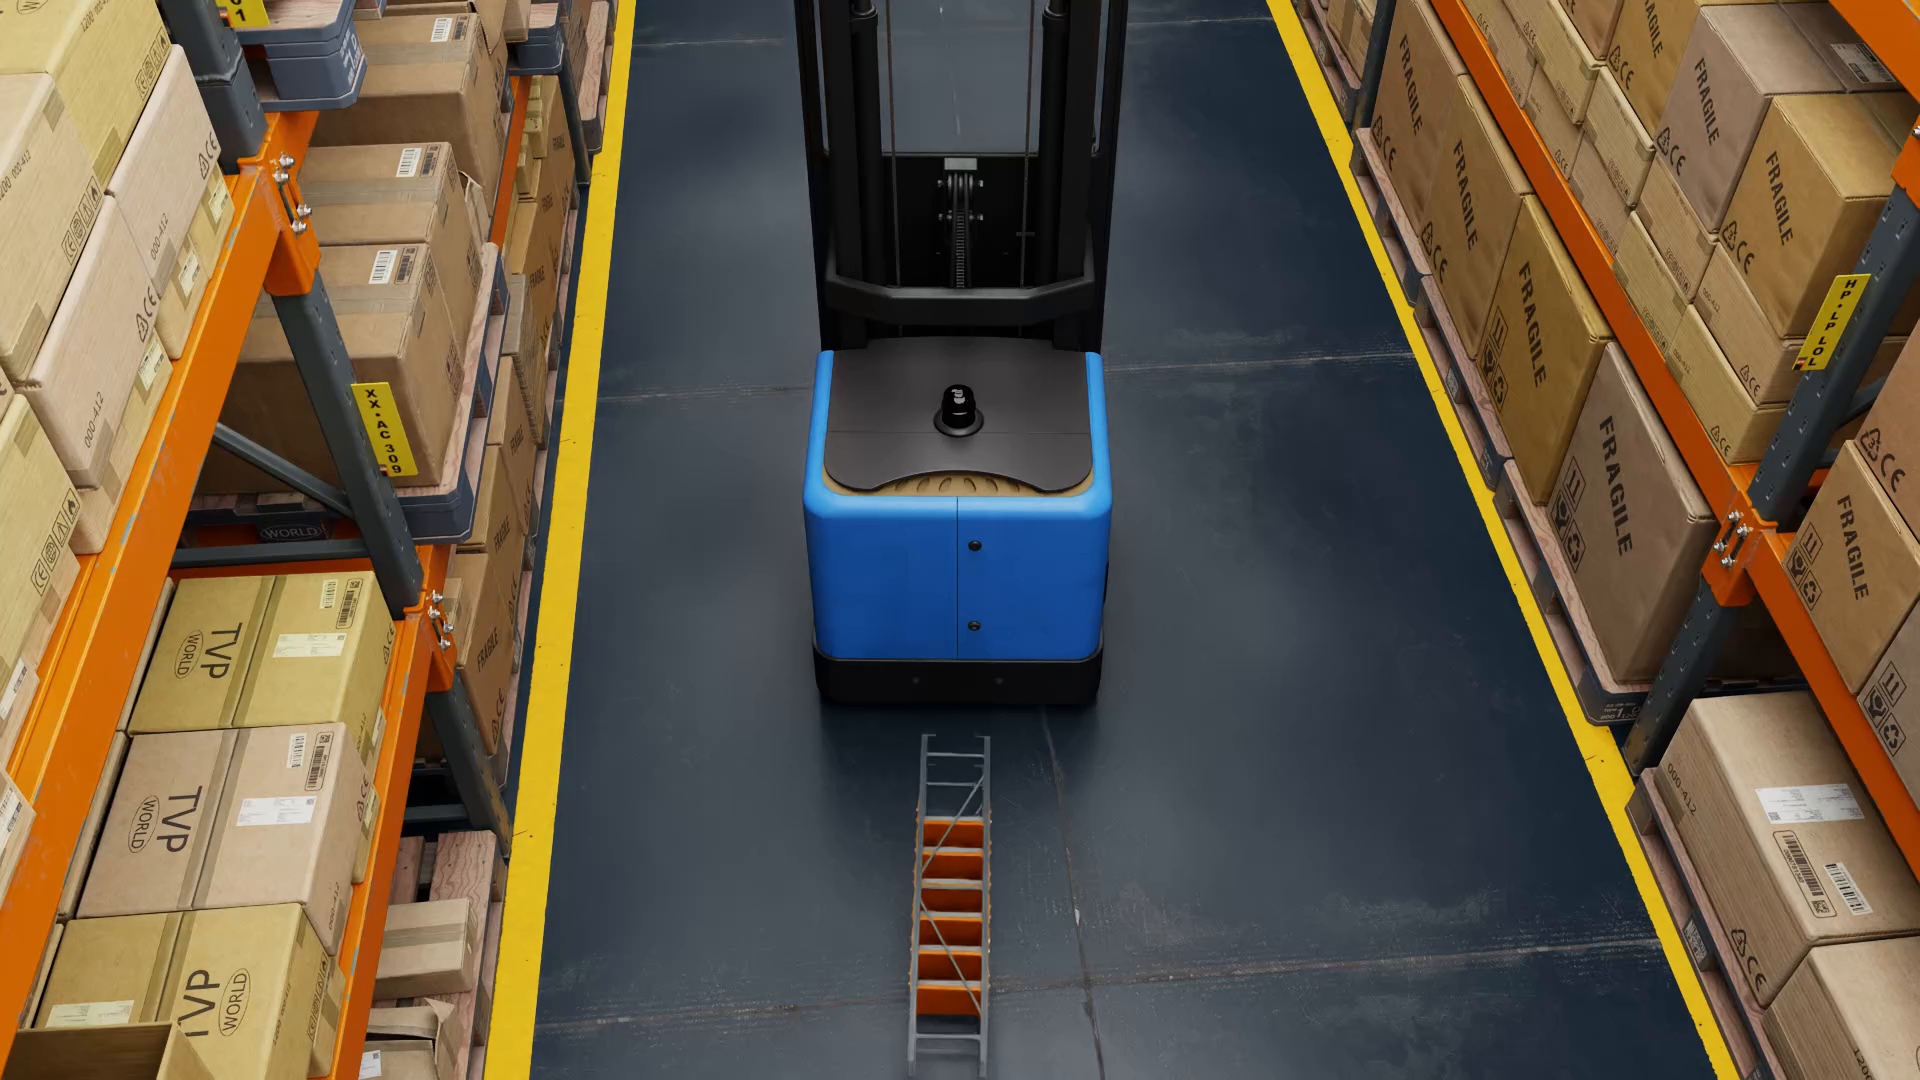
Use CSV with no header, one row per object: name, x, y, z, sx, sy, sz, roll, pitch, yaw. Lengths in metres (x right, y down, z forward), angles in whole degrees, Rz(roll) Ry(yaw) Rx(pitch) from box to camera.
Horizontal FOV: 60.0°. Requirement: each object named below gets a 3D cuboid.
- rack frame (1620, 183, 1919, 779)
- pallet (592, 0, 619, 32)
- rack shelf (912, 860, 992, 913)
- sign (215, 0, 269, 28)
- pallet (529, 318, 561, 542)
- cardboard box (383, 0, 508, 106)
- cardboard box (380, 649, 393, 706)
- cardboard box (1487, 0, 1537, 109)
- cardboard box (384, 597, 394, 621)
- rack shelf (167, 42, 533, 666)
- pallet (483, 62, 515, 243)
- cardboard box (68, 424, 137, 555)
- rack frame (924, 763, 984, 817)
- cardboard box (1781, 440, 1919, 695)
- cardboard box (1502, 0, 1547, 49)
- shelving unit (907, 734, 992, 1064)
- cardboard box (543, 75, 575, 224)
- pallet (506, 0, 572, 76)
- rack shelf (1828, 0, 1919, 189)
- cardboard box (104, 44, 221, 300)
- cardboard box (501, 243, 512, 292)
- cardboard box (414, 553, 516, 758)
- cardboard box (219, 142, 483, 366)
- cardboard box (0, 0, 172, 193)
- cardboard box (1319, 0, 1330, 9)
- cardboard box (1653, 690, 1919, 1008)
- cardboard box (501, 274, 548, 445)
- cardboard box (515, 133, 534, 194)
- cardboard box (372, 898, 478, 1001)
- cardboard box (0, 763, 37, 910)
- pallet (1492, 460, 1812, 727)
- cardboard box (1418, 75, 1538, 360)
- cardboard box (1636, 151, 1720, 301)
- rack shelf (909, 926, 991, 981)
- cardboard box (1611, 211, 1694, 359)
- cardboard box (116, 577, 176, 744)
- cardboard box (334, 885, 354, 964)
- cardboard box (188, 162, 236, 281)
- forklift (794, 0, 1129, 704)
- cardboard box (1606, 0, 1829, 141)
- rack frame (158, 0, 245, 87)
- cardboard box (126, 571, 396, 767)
rack frame,2.896,-0.254,4.925,1.000,3.000,0.127,-3,47,-3
pallet,-2.514,-3.364,9.790,1.003,0.211,1.213,-3,47,-3
rack shelf,-0.027,1.158,5.518,0.258,0.180,0.103,2,48,0
sign,-1.510,-1.198,3.396,0.100,0.325,0.005,-3,47,-3
pallet,-2.261,-0.462,7.042,1.003,0.211,1.213,-3,47,-3
cardboard box,-2.064,-1.854,6.080,0.797,0.503,0.637,-4,47,-4
cardboard box,-1.771,0.352,4.524,0.380,0.149,0.250,-3,47,-3
cardboard box,2.450,-1.977,6.660,0.500,0.250,0.500,-2,47,-2
cardboard box,-1.875,0.168,5.306,0.380,0.149,0.250,-4,47,-4
rack shelf,-2.217,-1.149,6.268,1.077,0.370,4.000,-3,47,-3
pallet,-2.217,-1.371,6.115,1.003,0.211,1.213,-3,47,-3
cardboard box,-1.678,-0.103,2.888,0.380,0.149,0.250,-4,47,-3
rack frame,-0.030,1.252,5.557,0.240,0.006,1.200,2,48,0
cardboard box,2.674,0.067,4.552,0.500,0.500,0.500,-2,47,-2
cardboard box,2.429,-2.152,6.481,0.500,0.250,0.500,-4,47,-3
shelving unit,-0.028,1.191,5.489,0.258,0.189,1.200,2,48,0
cardboard box,-2.135,-1.836,7.855,0.500,0.500,0.500,-2,47,-2
pallet,-2.258,-2.292,6.987,1.213,0.211,1.003,-3,47,-3
rack shelf,2.729,-2.485,5.467,1.077,0.370,4.000,-3,47,-3
cardboard box,-1.760,-0.698,3.178,0.500,0.250,0.500,-3,47,-3
cardboard box,-2.008,-1.049,6.663,0.380,0.149,0.250,-6,47,-5
cardboard box,-1.866,0.402,5.736,0.500,0.500,0.500,-2,47,-2
cardboard box,-1.911,-0.867,5.147,0.700,0.500,0.500,-3,47,-3
cardboard box,-1.768,-0.853,2.980,0.500,0.250,0.500,-3,47,-3
cardboard box,2.454,-3.332,9.360,0.950,0.372,0.625,-4,47,-4
cardboard box,2.842,0.943,5.266,0.875,0.438,0.875,-4,47,-4
cardboard box,-1.995,-0.720,6.798,0.500,0.500,0.500,-5,47,-5
cardboard box,-2.059,-1.621,7.205,0.380,0.149,0.250,-5,47,-5
cardboard box,-1.711,1.271,5.154,0.380,0.149,0.250,-5,47,-4
cardboard box,-1.567,0.459,2.356,0.380,0.149,0.250,-3,47,-2
pallet,2.756,0.151,6.462,1.003,0.211,1.213,-3,47,-3
cardboard box,2.607,-1.412,7.195,0.875,0.875,0.875,-3,47,-3
cardboard box,2.568,-1.040,5.428,0.500,0.250,0.500,-2,47,-2
rack shelf,-0.032,1.337,5.358,0.258,0.180,0.103,2,48,0
cardboard box,2.566,-0.880,5.621,0.500,0.250,0.500,-4,47,-4
cardboard box,-2.277,0.374,4.228,0.500,0.250,0.500,-4,47,-4
cardboard box,-1.687,0.917,3.989,0.380,0.149,0.250,-2,47,-2
cardboard box,-1.725,-0.653,3.409,0.380,0.149,0.250,-4,47,-4
forklift,0.006,-1.461,6.115,1.130,2.935,3.031,0,47,0
cardboard box,2.535,-1.682,5.520,0.500,0.500,0.500,-2,47,-2
rack frame,-2.050,-2.013,2.458,1.000,3.000,0.127,-3,47,-3
cardboard box,-1.764,0.353,4.248,0.500,0.250,0.500,-2,47,-2
